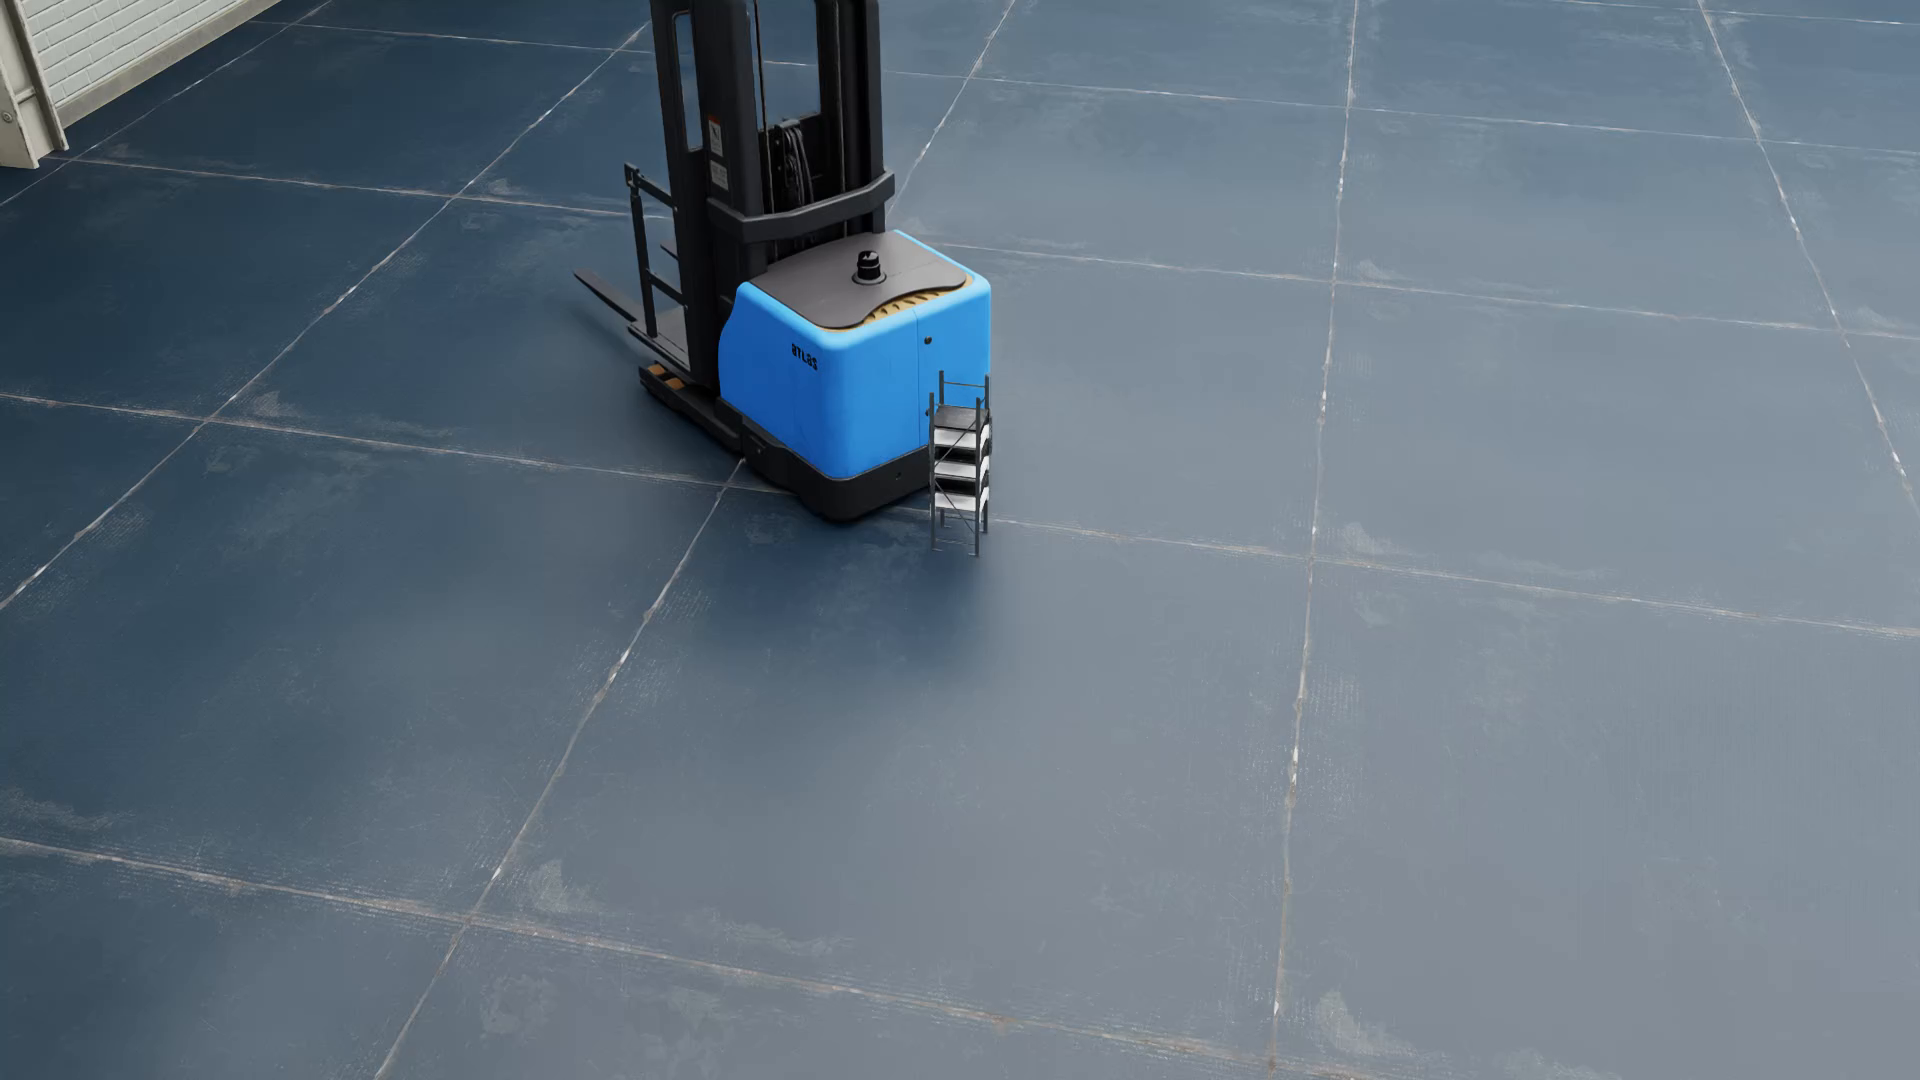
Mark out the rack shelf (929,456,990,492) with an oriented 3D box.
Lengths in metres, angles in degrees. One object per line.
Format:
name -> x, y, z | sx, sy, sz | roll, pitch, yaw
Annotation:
rack shelf -> -0.002, -0.333, 7.999 | 0.258, 0.077, 0.200 | 7, 37, 10

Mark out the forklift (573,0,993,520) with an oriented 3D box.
forklift -> -1.149, -2.085, 8.630 | 1.130, 2.935, 3.031 | -25, 43, -31

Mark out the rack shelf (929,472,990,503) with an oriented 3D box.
rack shelf -> -0.002, -0.260, 8.052 | 0.258, 0.077, 0.200 | 7, 37, 10

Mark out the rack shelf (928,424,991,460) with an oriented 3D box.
rack shelf -> -0.002, -0.478, 7.893 | 0.258, 0.077, 0.200 | 7, 37, 10

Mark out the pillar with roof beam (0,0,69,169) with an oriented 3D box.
pillar with roof beam -> -2.536, -5.896, 8.717 | 9.100, 9.000, 0.400 | 7, 37, 10

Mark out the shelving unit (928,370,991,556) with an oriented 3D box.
shelving unit -> -0.002, -0.360, 7.980 | 0.258, 0.900, 0.210 | 7, 37, 10

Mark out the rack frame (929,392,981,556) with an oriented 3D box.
rack frame -> -0.023, -0.301, 7.899 | 0.240, 0.900, 0.006 | 7, 37, 10

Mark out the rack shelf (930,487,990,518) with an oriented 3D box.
rack shelf -> -0.002, -0.187, 8.105 | 0.258, 0.077, 0.200 | 7, 37, 10

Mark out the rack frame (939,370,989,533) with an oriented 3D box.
rack frame -> 0.020, -0.418, 8.060 | 0.240, 0.900, 0.006 | 7, 37, 10

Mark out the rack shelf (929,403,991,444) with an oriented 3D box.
rack shelf -> -0.002, -0.551, 7.841 | 0.258, 0.077, 0.200 | 7, 37, 10

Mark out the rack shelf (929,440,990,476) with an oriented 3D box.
rack shelf -> -0.002, -0.406, 7.946 | 0.258, 0.077, 0.200 | 7, 37, 10
